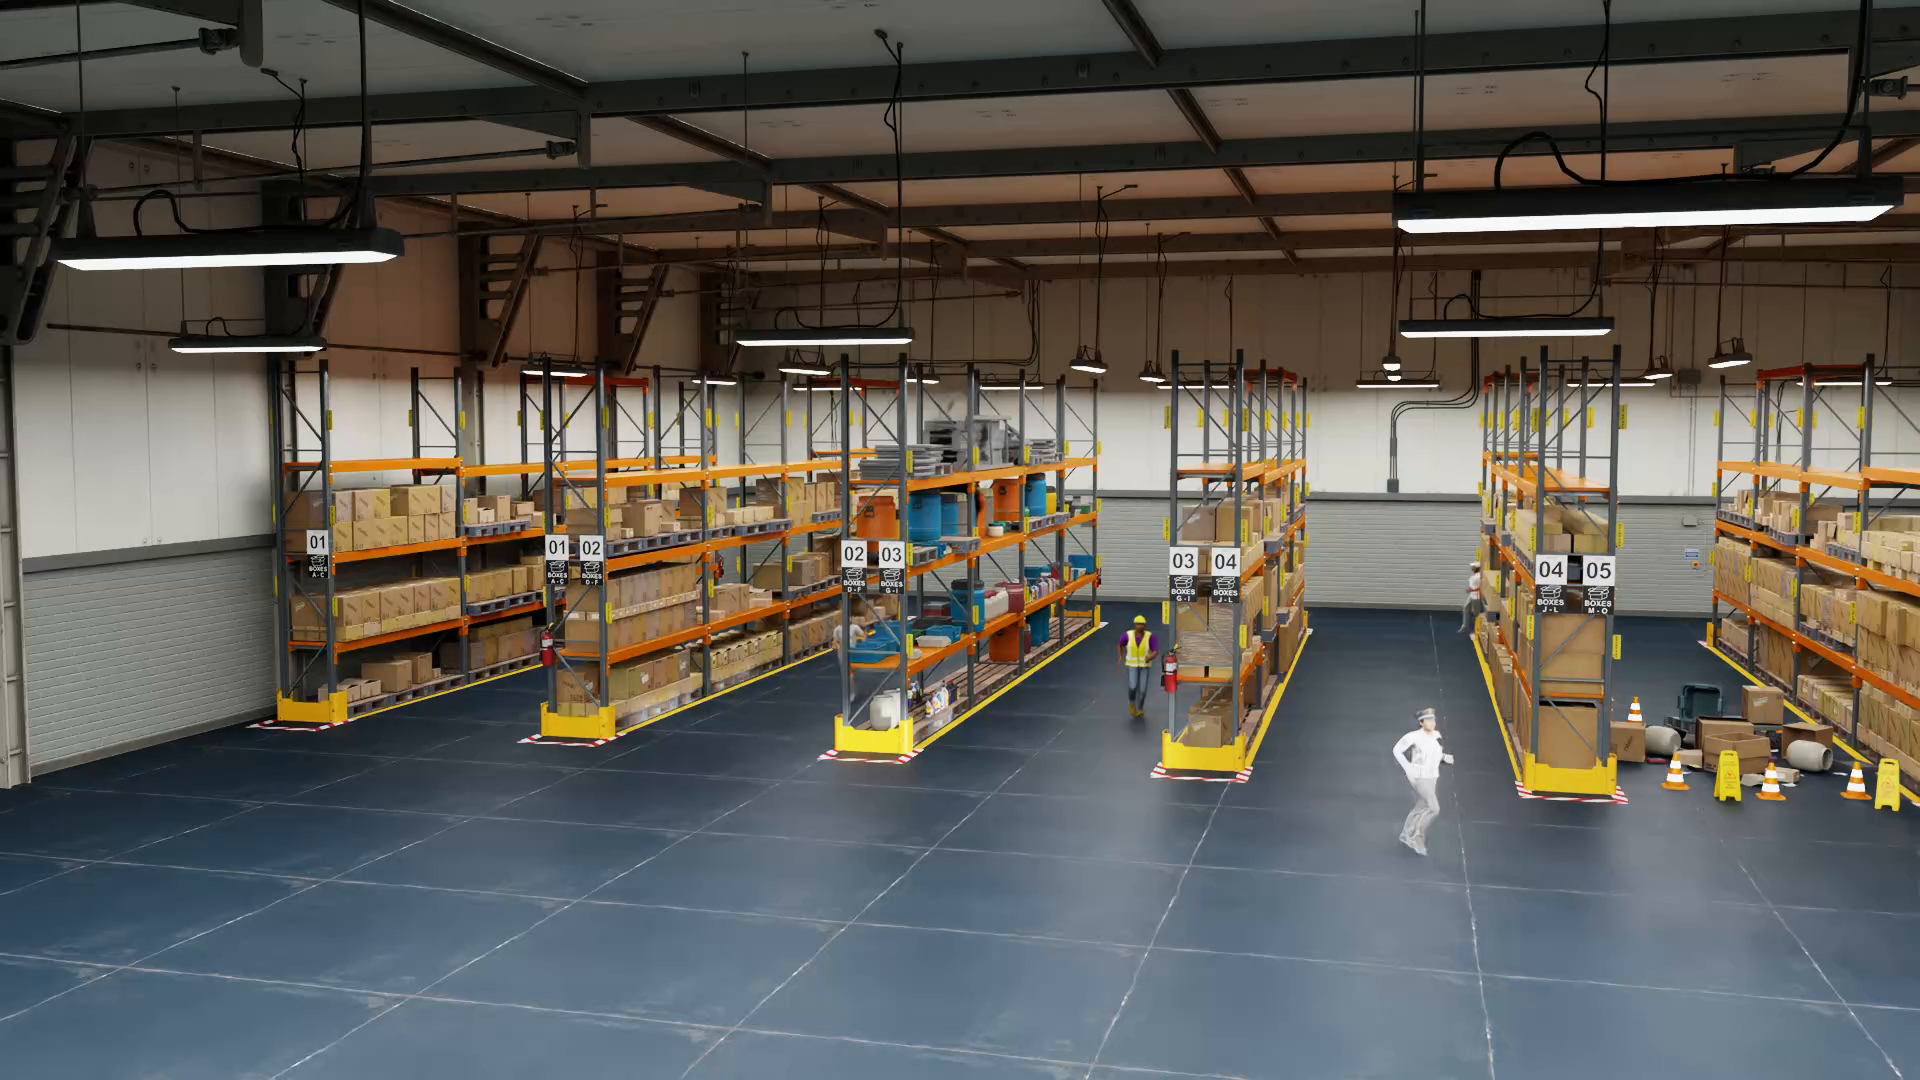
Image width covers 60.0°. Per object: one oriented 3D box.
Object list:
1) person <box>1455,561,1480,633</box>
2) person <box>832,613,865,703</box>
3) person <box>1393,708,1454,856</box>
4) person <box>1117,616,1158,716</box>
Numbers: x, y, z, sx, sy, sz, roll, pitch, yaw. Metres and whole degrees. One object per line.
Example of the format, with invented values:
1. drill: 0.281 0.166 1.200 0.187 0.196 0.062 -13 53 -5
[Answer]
1. person: 12.110 1.347 38.893 0.907 1.759 0.737 0 4 4
2. person: -1.984 2.058 29.360 0.531 1.643 0.744 1 4 14
3. person: 5.396 2.789 19.257 0.581 1.730 0.695 -3 5 -33
4. person: 2.985 2.119 27.894 0.680 1.716 0.720 0 4 4
